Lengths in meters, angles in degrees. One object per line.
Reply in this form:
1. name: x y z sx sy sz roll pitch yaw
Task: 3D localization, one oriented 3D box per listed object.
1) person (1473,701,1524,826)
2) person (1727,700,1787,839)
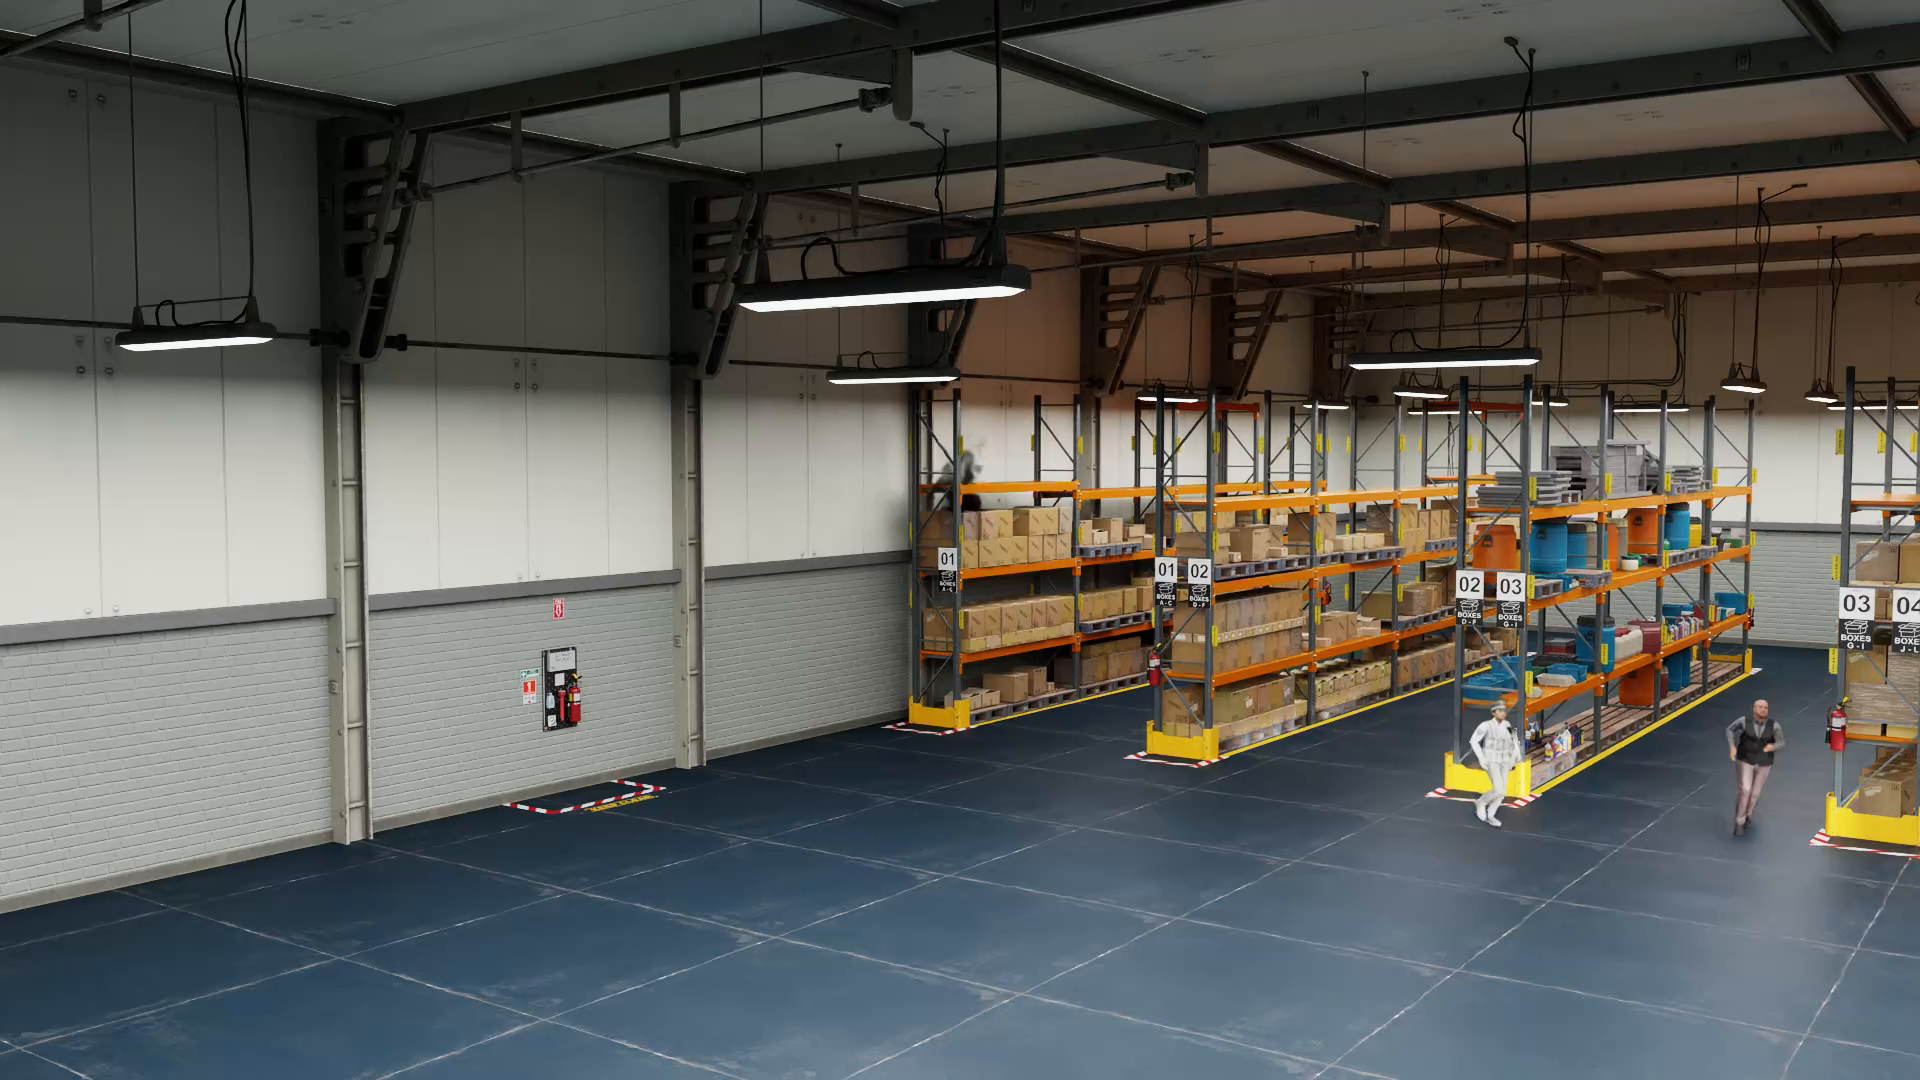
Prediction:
1. person: 7.108 2.929 21.824 0.629 1.665 0.532 -1 4 -23
2. person: 10.294 2.858 21.476 0.669 1.608 0.854 1 3 13
